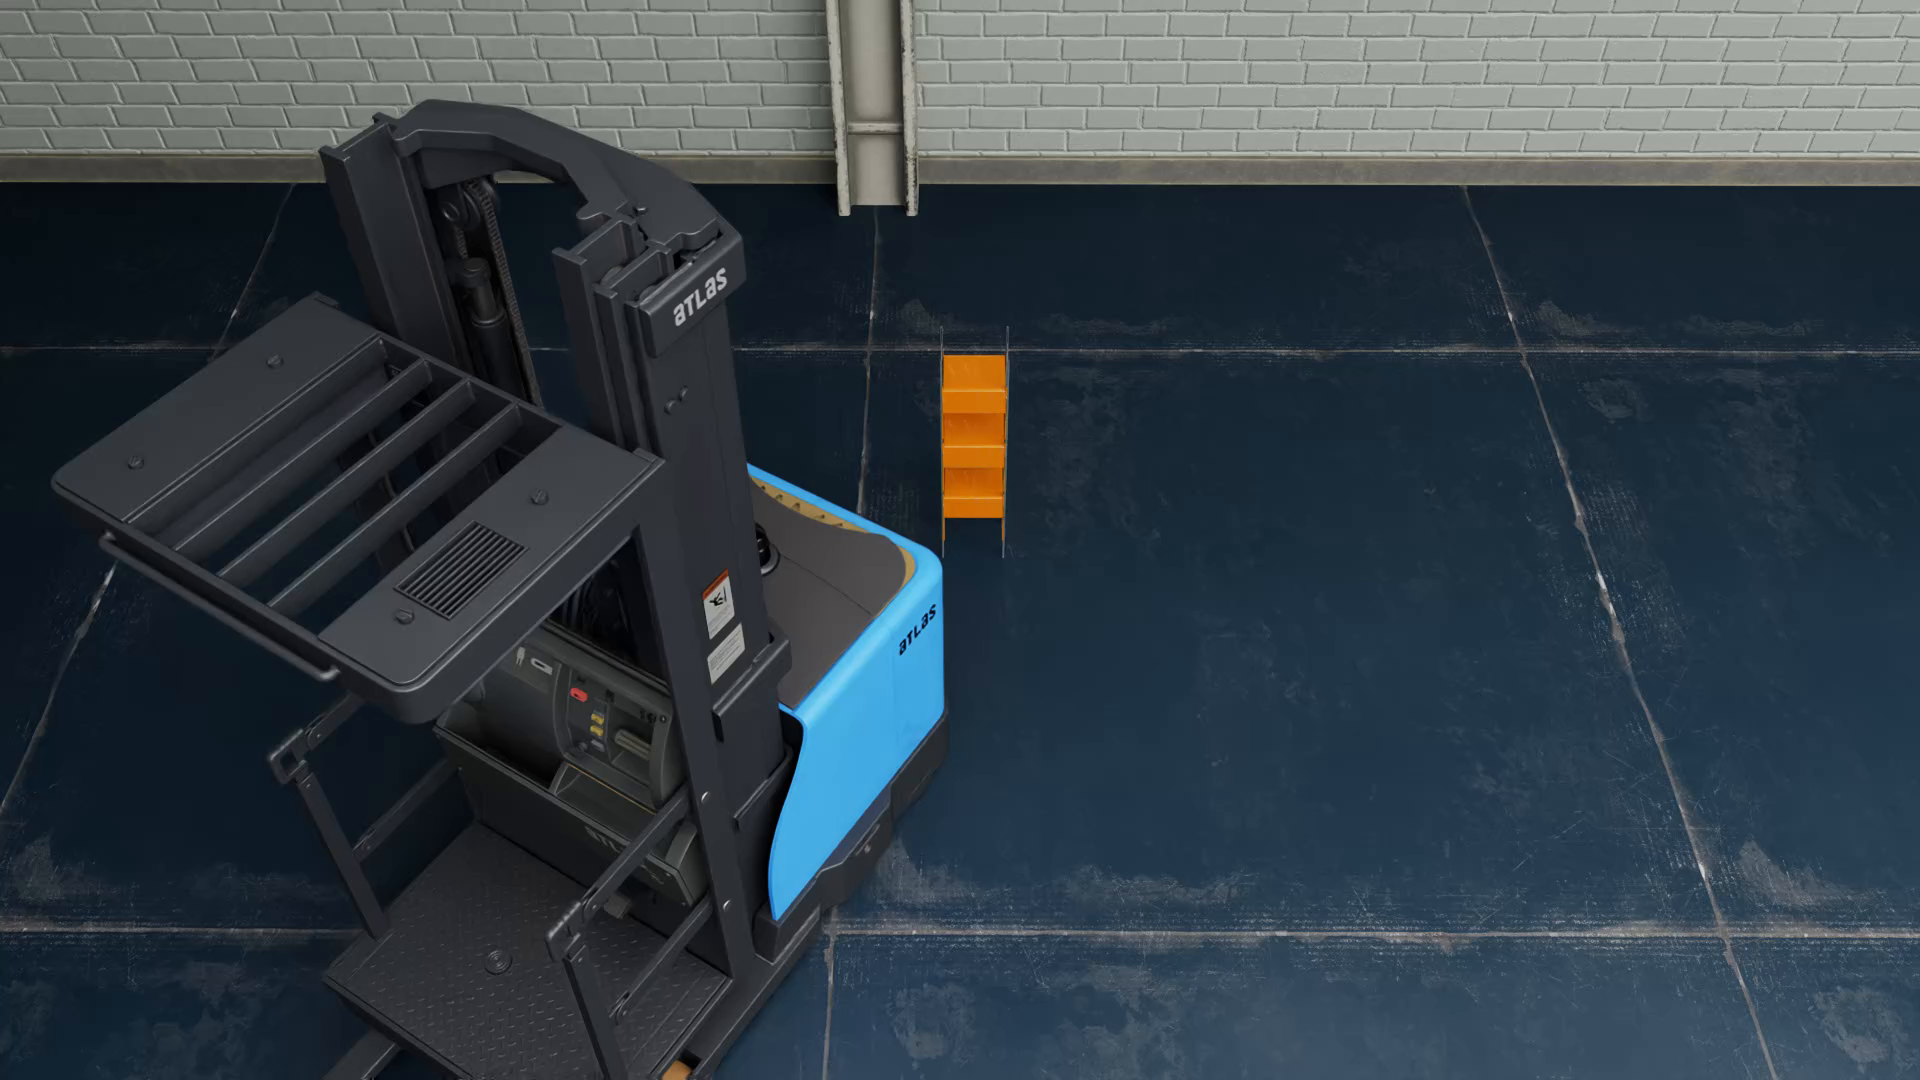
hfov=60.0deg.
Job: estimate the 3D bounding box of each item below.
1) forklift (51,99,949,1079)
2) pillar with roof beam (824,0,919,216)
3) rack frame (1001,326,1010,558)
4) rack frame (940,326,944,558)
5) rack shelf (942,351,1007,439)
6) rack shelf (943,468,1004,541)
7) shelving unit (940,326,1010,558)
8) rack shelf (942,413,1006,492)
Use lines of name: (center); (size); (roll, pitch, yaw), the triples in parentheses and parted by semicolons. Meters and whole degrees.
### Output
forklift: (-1.257, 0.503, 4.361); (1.130, 2.935, 3.031); (25, 52, 22)
pillar with roof beam: (-0.428, -1.656, 2.225); (0.400, 9.000, 9.100); (0, 47, 0)
rack frame: (0.176, -0.357, 6.446); (0.008, 1.050, 0.200); (0, 47, 0)
rack frame: (-0.068, -0.358, 6.447); (0.008, 1.050, 0.200); (0, 47, 0)
rack shelf: (0.054, -0.544, 6.246); (0.240, 0.259, 0.215); (0, 47, 0)
rack shelf: (0.054, -0.161, 6.658); (0.240, 0.259, 0.215); (0, 47, 0)
shelving unit: (0.054, -0.358, 6.446); (0.252, 1.050, 0.215); (0, 47, 0)
rack shelf: (0.054, -0.350, 6.454); (0.240, 0.259, 0.215); (0, 47, 0)
